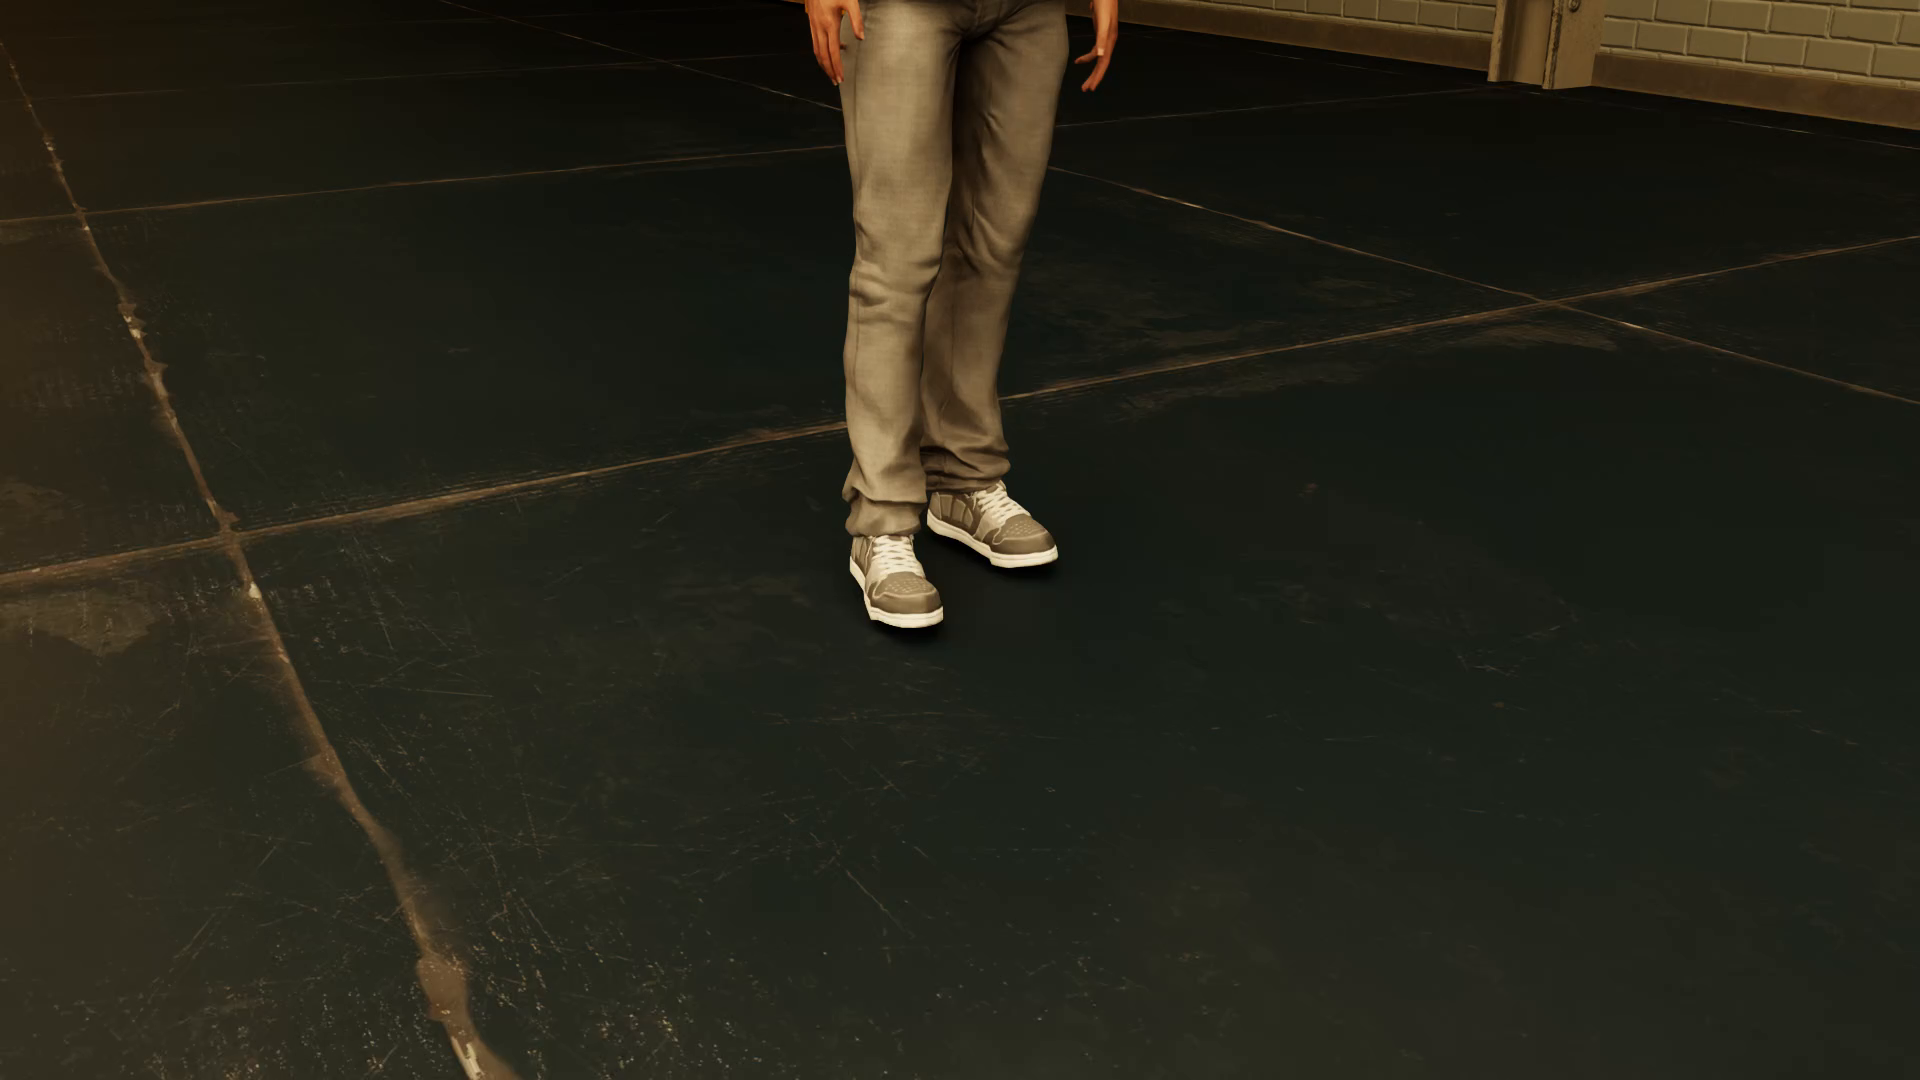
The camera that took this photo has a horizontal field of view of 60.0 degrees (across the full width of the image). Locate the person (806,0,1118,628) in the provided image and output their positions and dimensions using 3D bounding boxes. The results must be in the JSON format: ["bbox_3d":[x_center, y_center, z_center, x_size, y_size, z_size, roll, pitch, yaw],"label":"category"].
[{"bbox_3d":[0.024,-0.719,2.263,0.520,1.597,0.475,-12,25,-28],"label":"person"}]
